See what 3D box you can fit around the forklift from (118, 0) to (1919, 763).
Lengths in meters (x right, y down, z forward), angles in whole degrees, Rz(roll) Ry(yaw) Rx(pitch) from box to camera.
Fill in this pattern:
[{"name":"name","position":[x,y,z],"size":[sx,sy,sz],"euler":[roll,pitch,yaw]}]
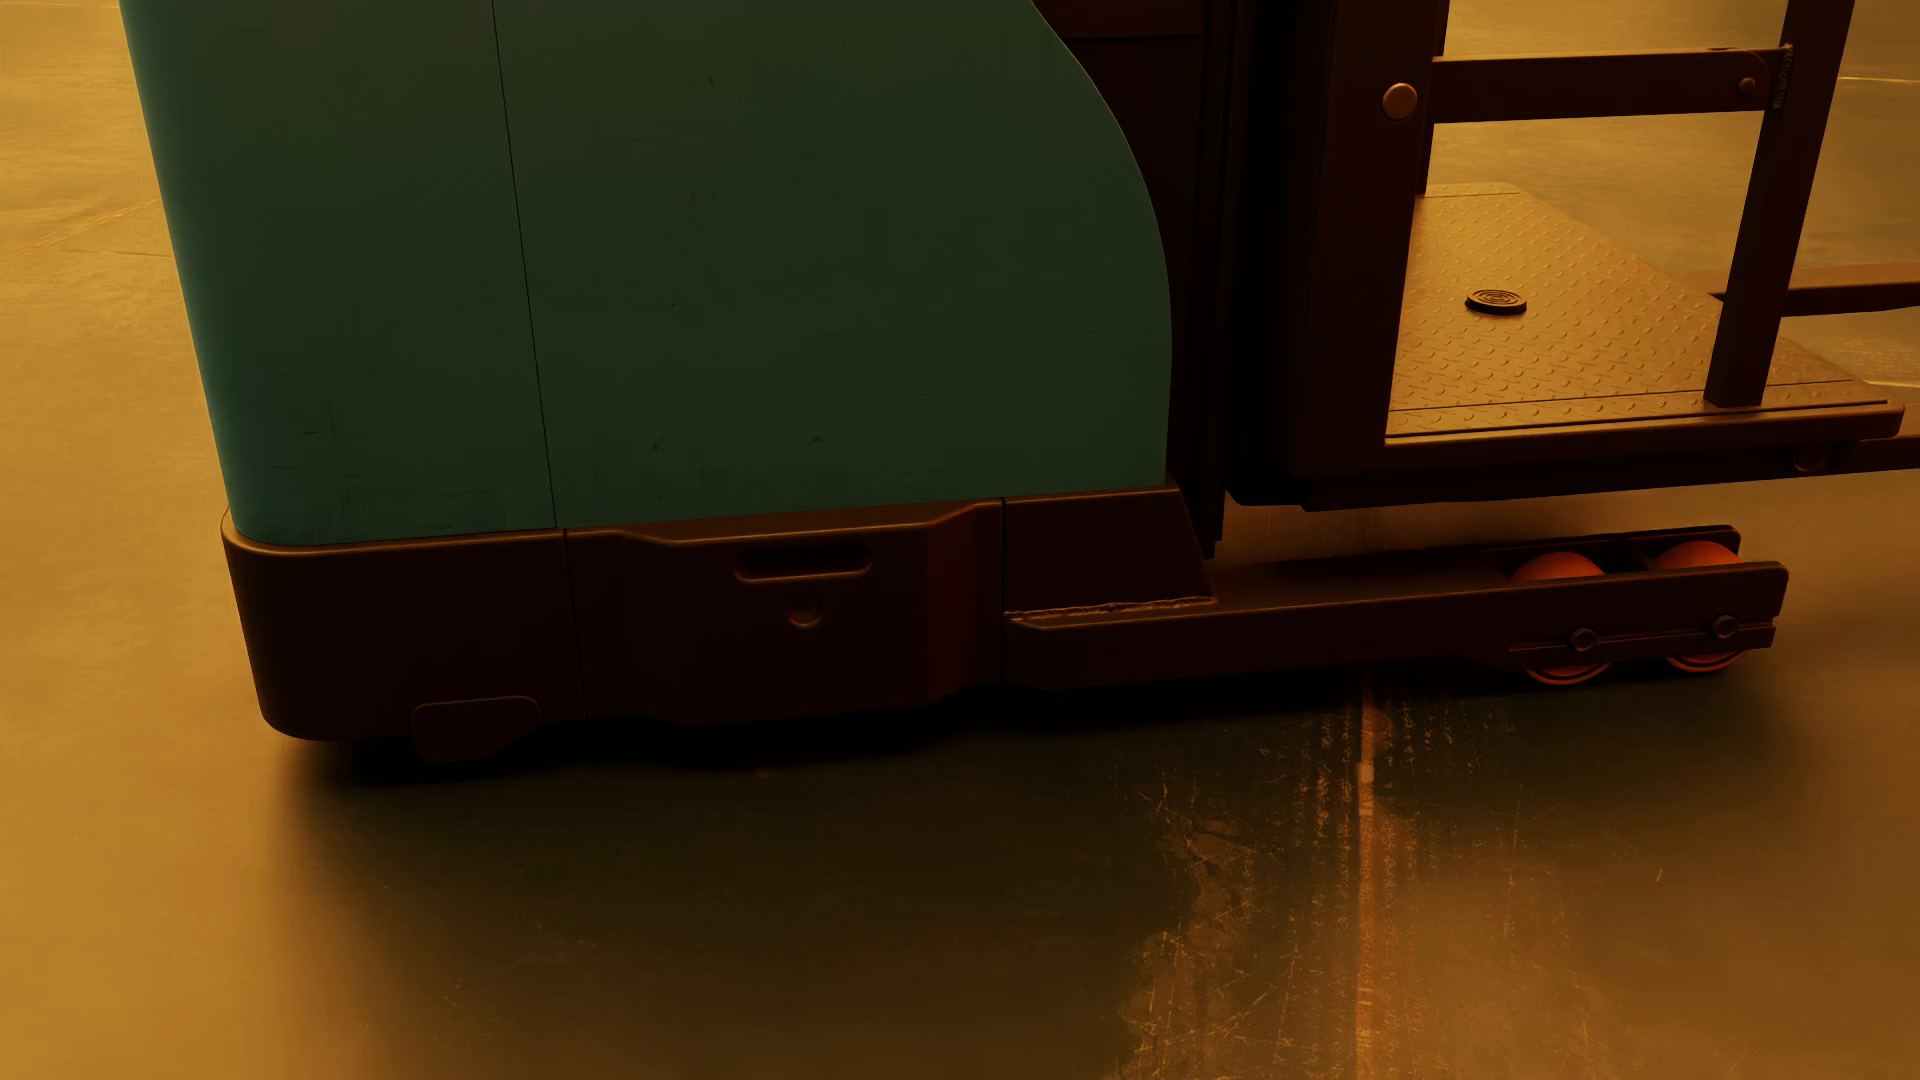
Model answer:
[{"name":"forklift","position":[0.600,-1.354,1.930],"size":[3.031,2.935,1.130],"euler":[-4,27,-9]}]
